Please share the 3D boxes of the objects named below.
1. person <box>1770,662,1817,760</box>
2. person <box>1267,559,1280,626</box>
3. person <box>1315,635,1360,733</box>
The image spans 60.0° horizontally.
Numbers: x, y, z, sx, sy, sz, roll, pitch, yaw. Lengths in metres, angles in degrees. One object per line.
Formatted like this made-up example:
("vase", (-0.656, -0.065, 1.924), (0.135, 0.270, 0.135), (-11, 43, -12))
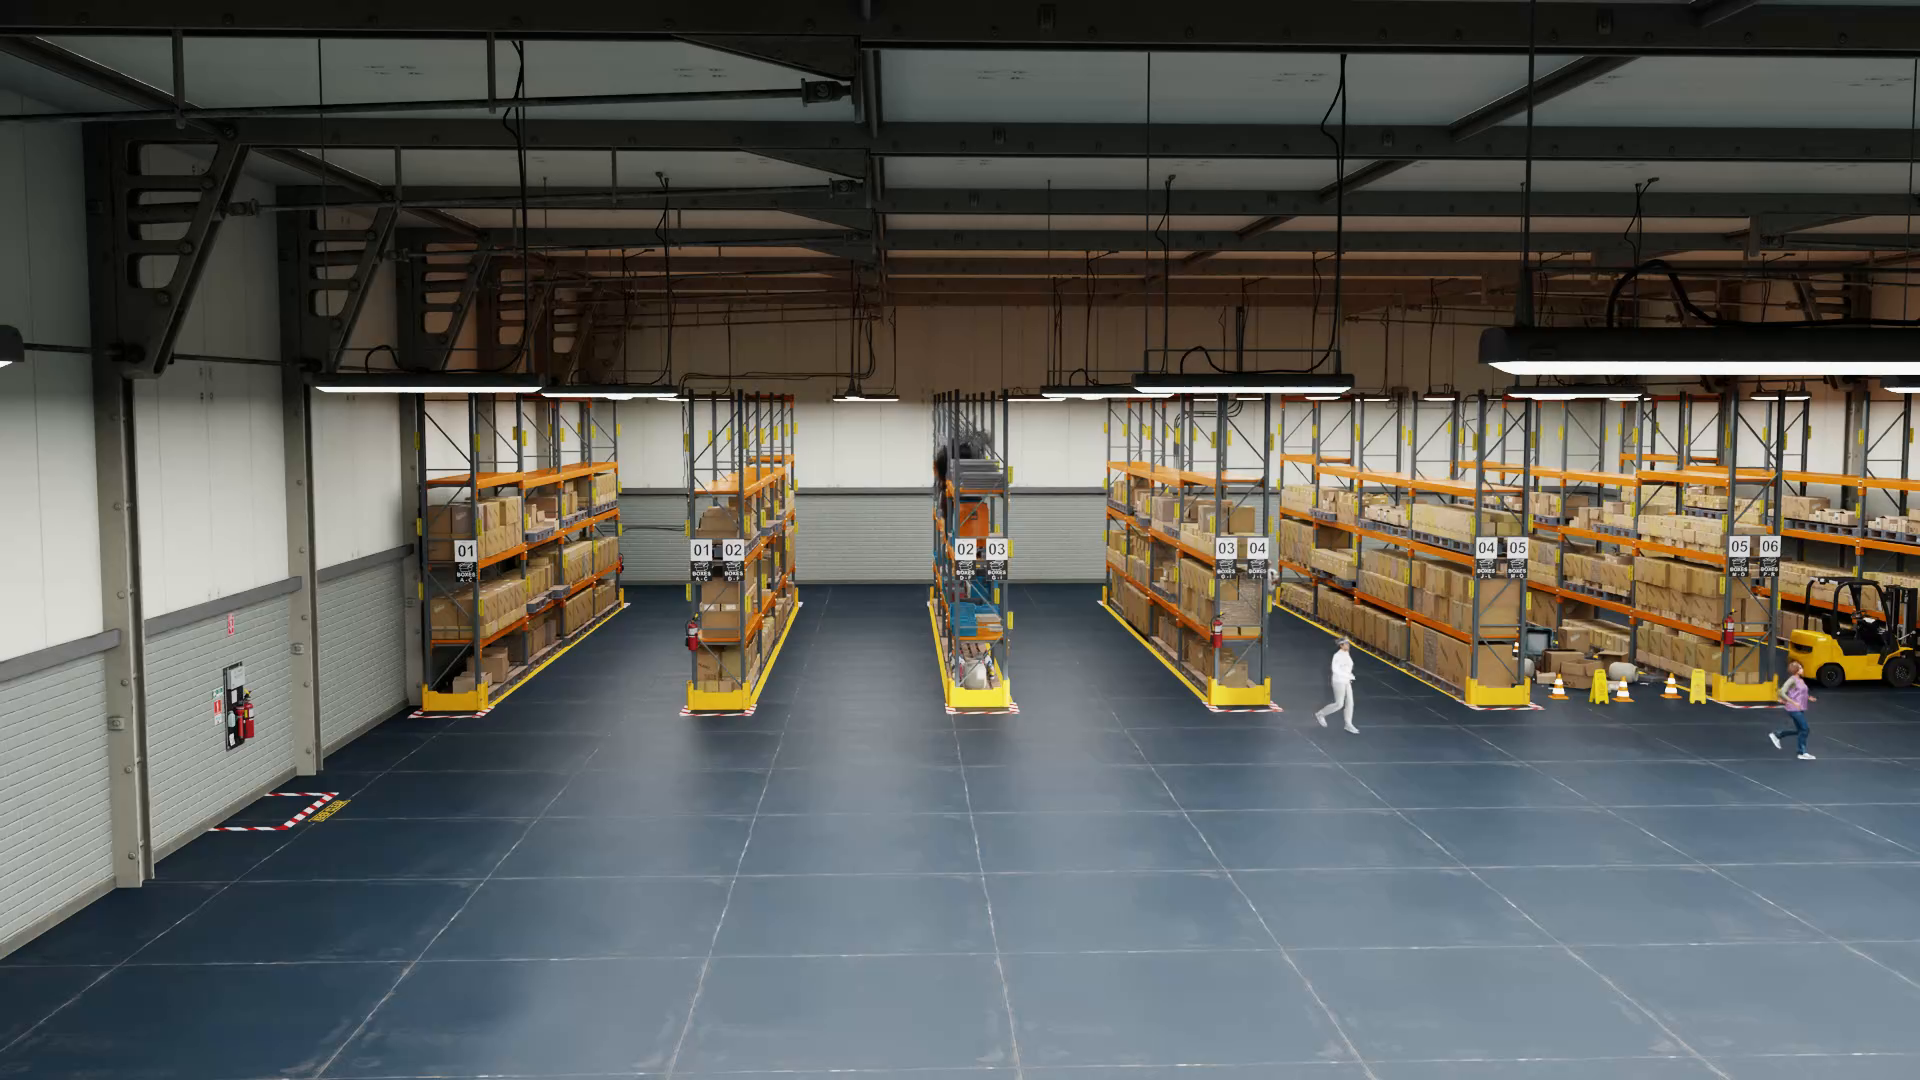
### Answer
("person", (13.488, 2.746, 26.921), (0.547, 1.561, 0.743), (-5, 6, -44))
("person", (8.071, 1.336, 43.477), (0.567, 1.717, 0.868), (0, 5, 5))
("person", (6.654, 2.511, 29.171), (0.782, 1.708, 0.639), (3, 6, 34))
